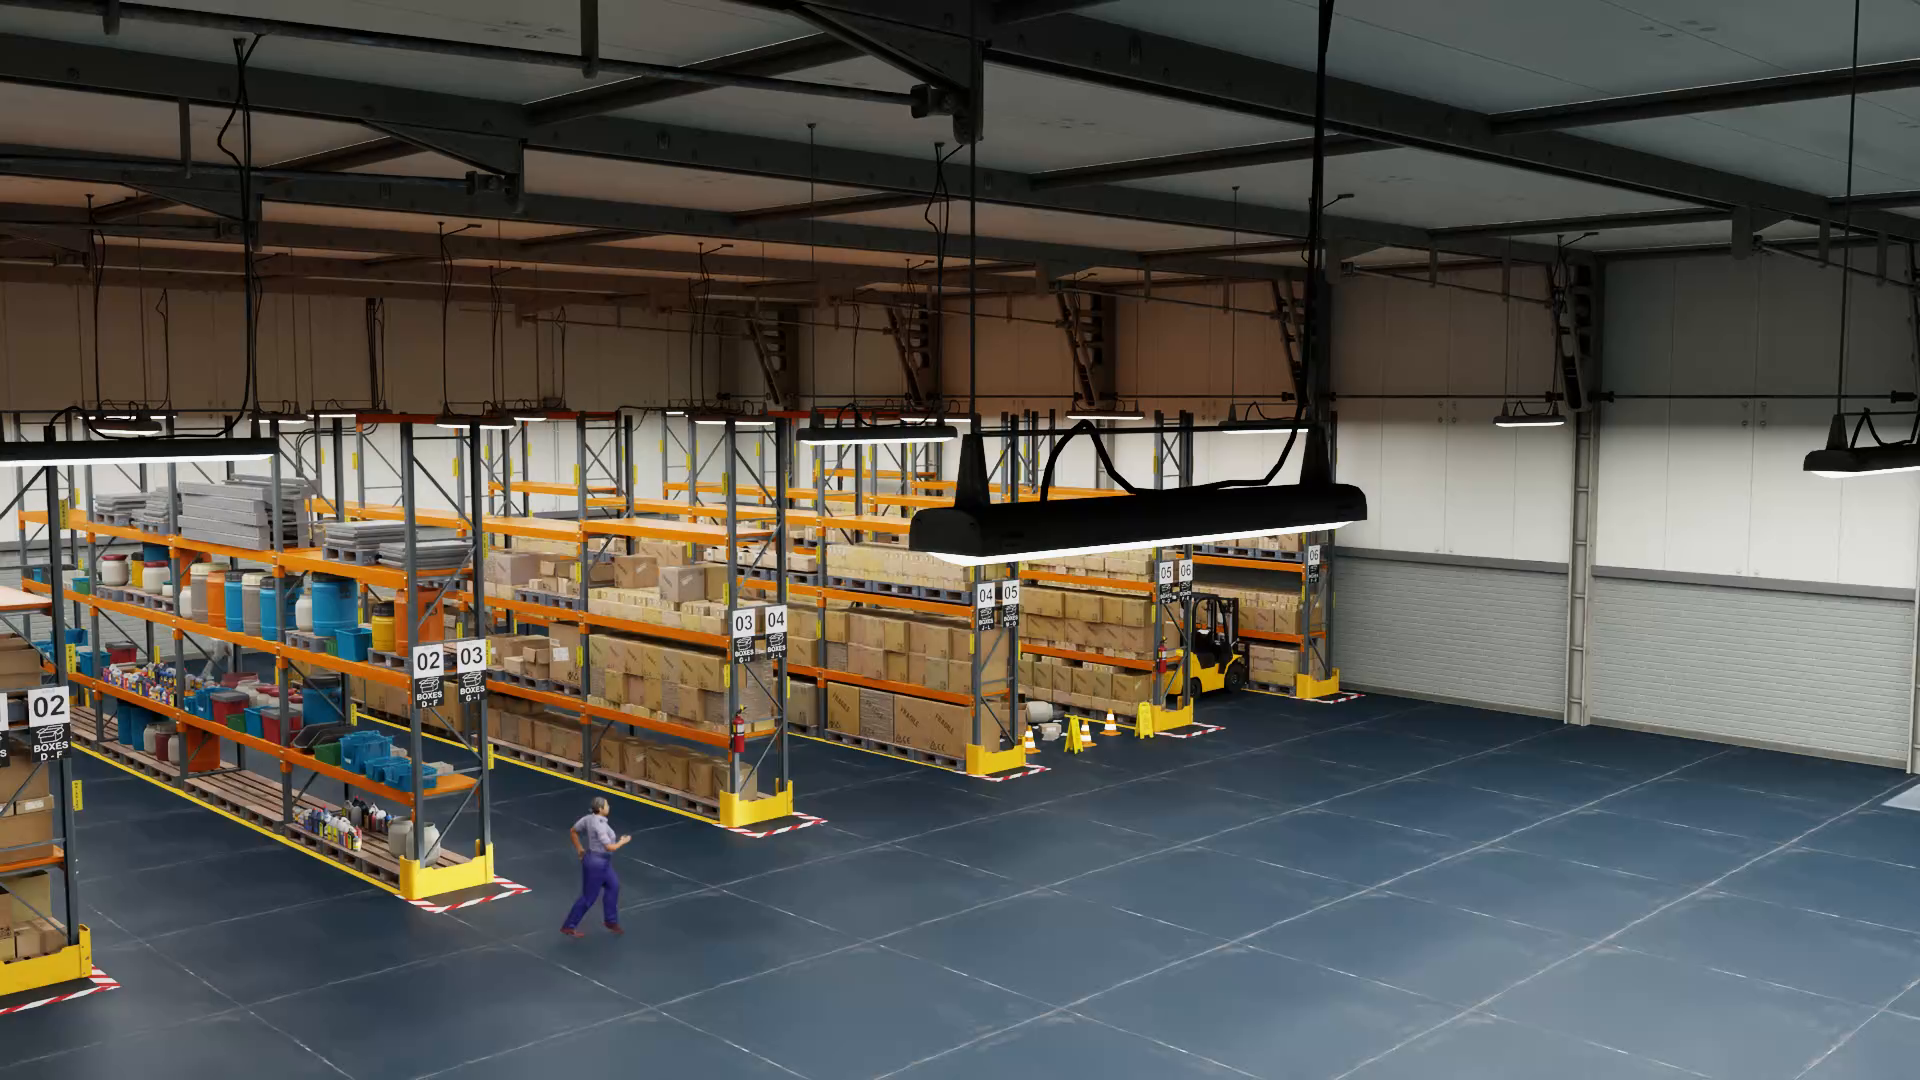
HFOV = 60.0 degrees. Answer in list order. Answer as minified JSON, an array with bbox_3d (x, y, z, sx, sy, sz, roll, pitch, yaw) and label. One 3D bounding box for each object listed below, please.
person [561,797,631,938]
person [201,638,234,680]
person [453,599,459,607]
[{"bbox_3d":[-4.244,3.831,19.347,0.842,1.708,0.560,-2,5,-22],"label":"person"},{"bbox_3d":[-16.343,2.246,36.799,0.866,1.826,0.634,-2,5,-19],"label":"person"},{"bbox_3d":[-11.526,2.196,37.906,0.721,1.734,0.727,3,6,33],"label":"person"}]
